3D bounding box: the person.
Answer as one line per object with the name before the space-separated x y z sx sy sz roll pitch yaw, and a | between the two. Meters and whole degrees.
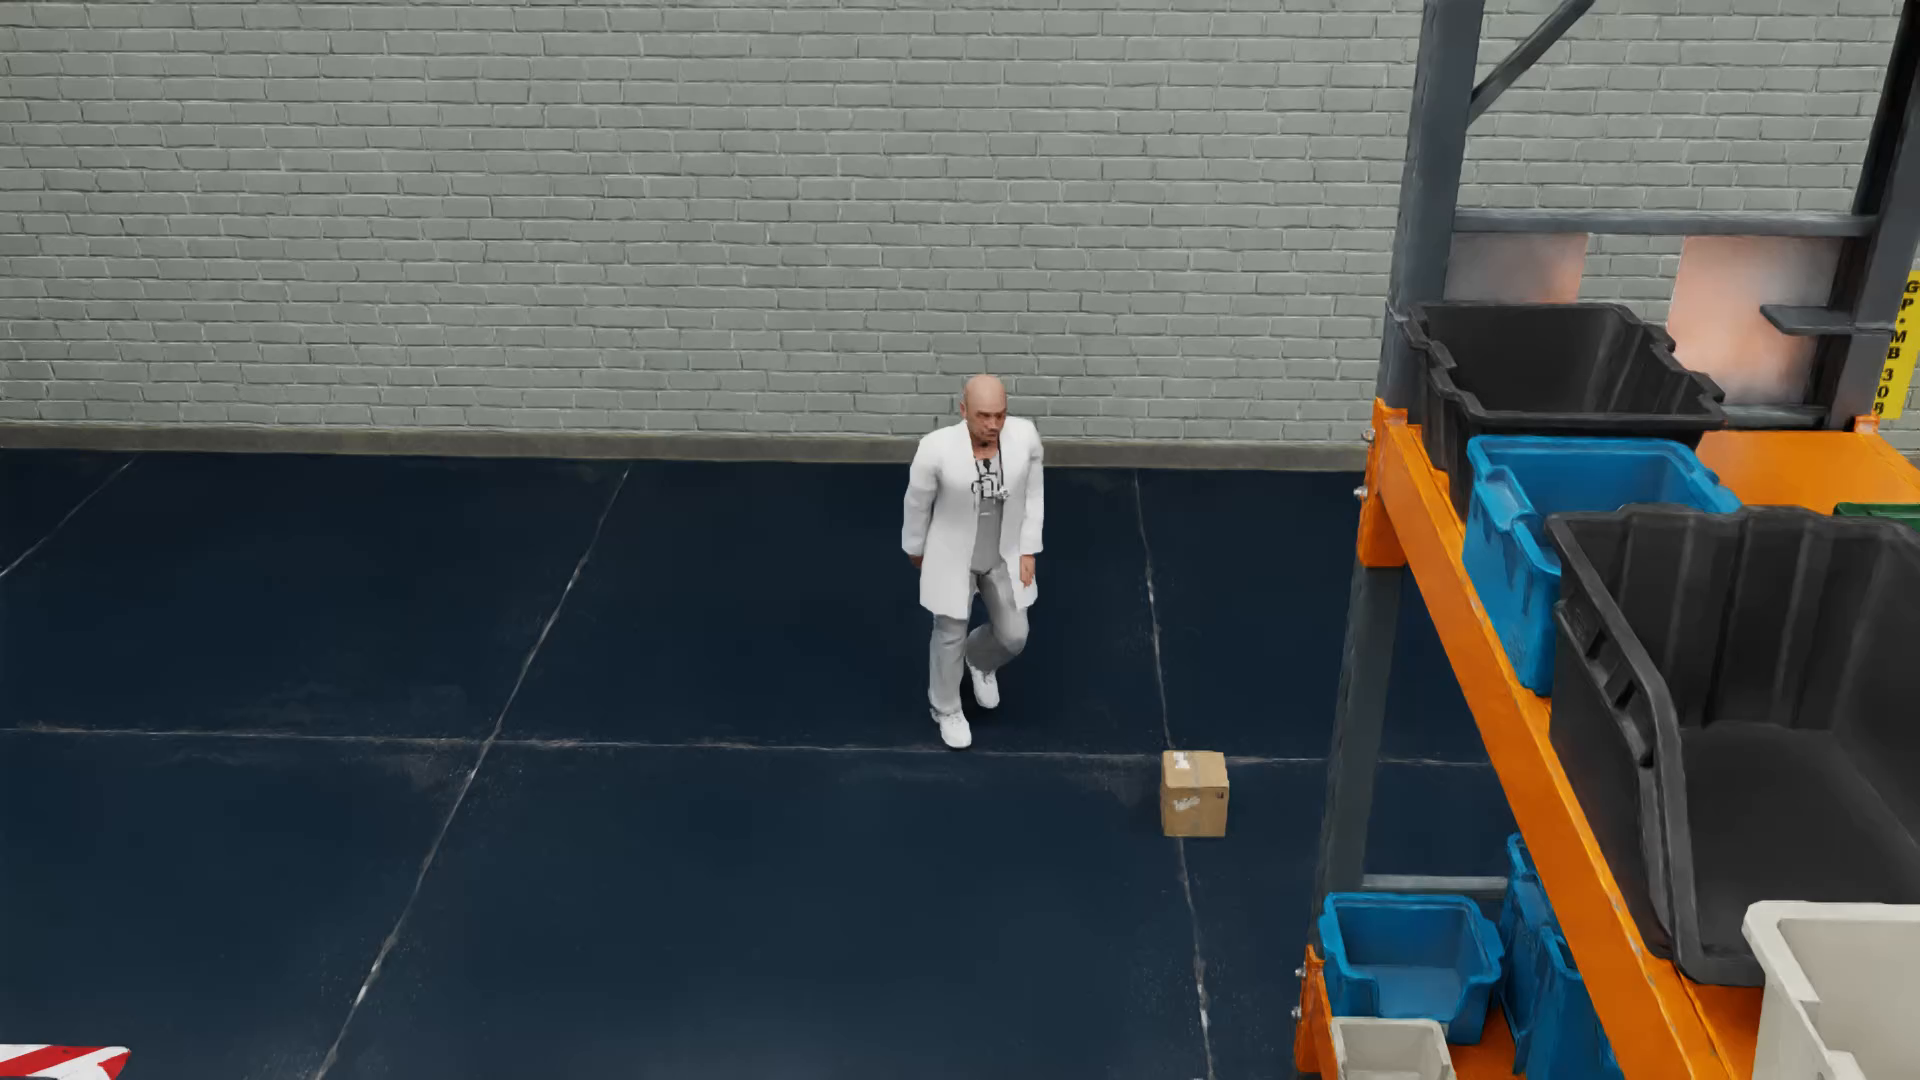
person | 0.046 0.047 7.053 0.583 1.757 0.661 -8 29 -15
